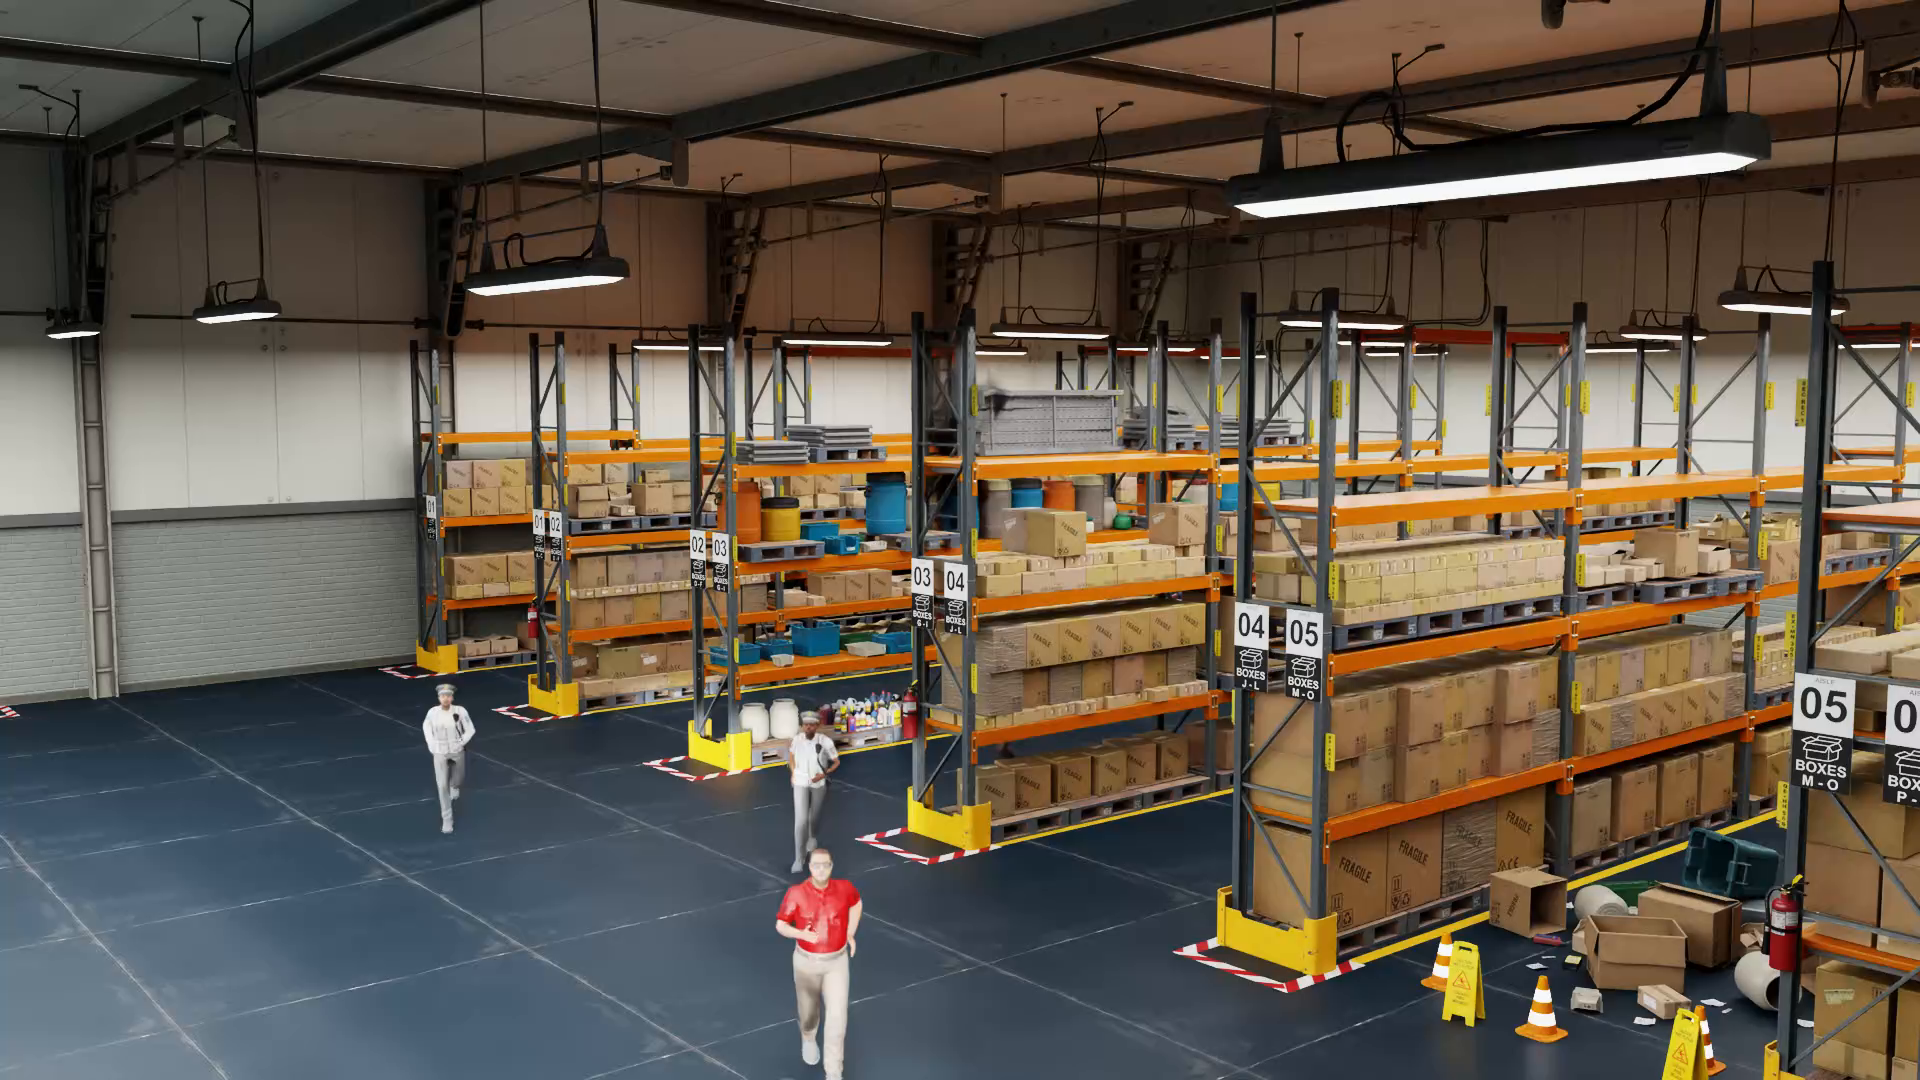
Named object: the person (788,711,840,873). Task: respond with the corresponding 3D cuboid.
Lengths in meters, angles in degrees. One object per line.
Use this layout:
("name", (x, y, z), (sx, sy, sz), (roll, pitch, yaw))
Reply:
("person", (-1.575, 2.669, 17.996), (0.581, 1.729, 0.807), (0, 5, 3))

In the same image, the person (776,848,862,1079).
("person", (-1.025, 3.178, 12.312), (0.664, 1.651, 0.924), (-1, 5, -10))

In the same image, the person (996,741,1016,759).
("person", (0.589, 2.331, 21.504), (0.647, 1.714, 0.642), (-5, 7, -42))

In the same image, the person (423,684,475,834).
("person", (-6.043, 2.527, 19.693), (0.586, 1.698, 1.070), (-2, 6, -19))
